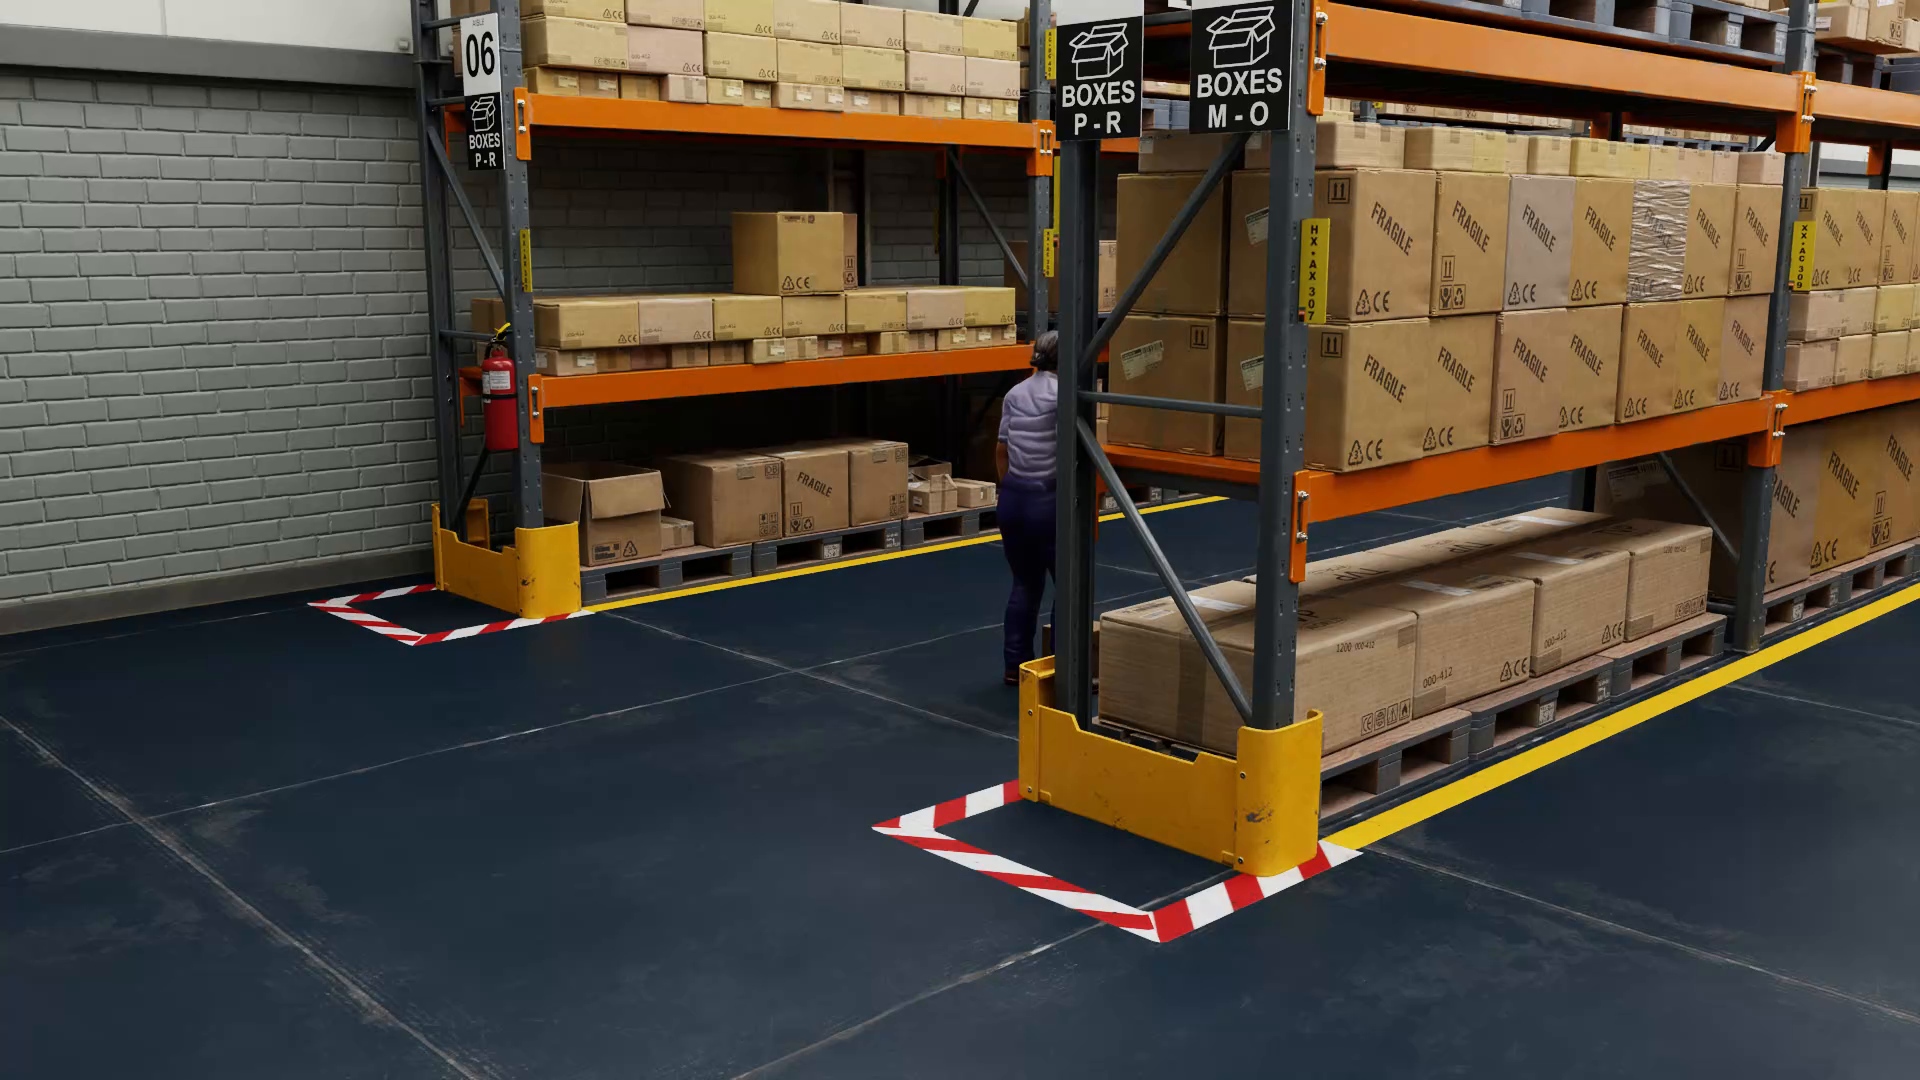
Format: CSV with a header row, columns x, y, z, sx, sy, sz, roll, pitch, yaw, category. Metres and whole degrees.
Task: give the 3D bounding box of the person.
x,y,z,sx,sy,sz,roll,pitch,yaw,category
0.392,-0.126,7.624,0.371,1.647,0.537,-10,15,-43,person
